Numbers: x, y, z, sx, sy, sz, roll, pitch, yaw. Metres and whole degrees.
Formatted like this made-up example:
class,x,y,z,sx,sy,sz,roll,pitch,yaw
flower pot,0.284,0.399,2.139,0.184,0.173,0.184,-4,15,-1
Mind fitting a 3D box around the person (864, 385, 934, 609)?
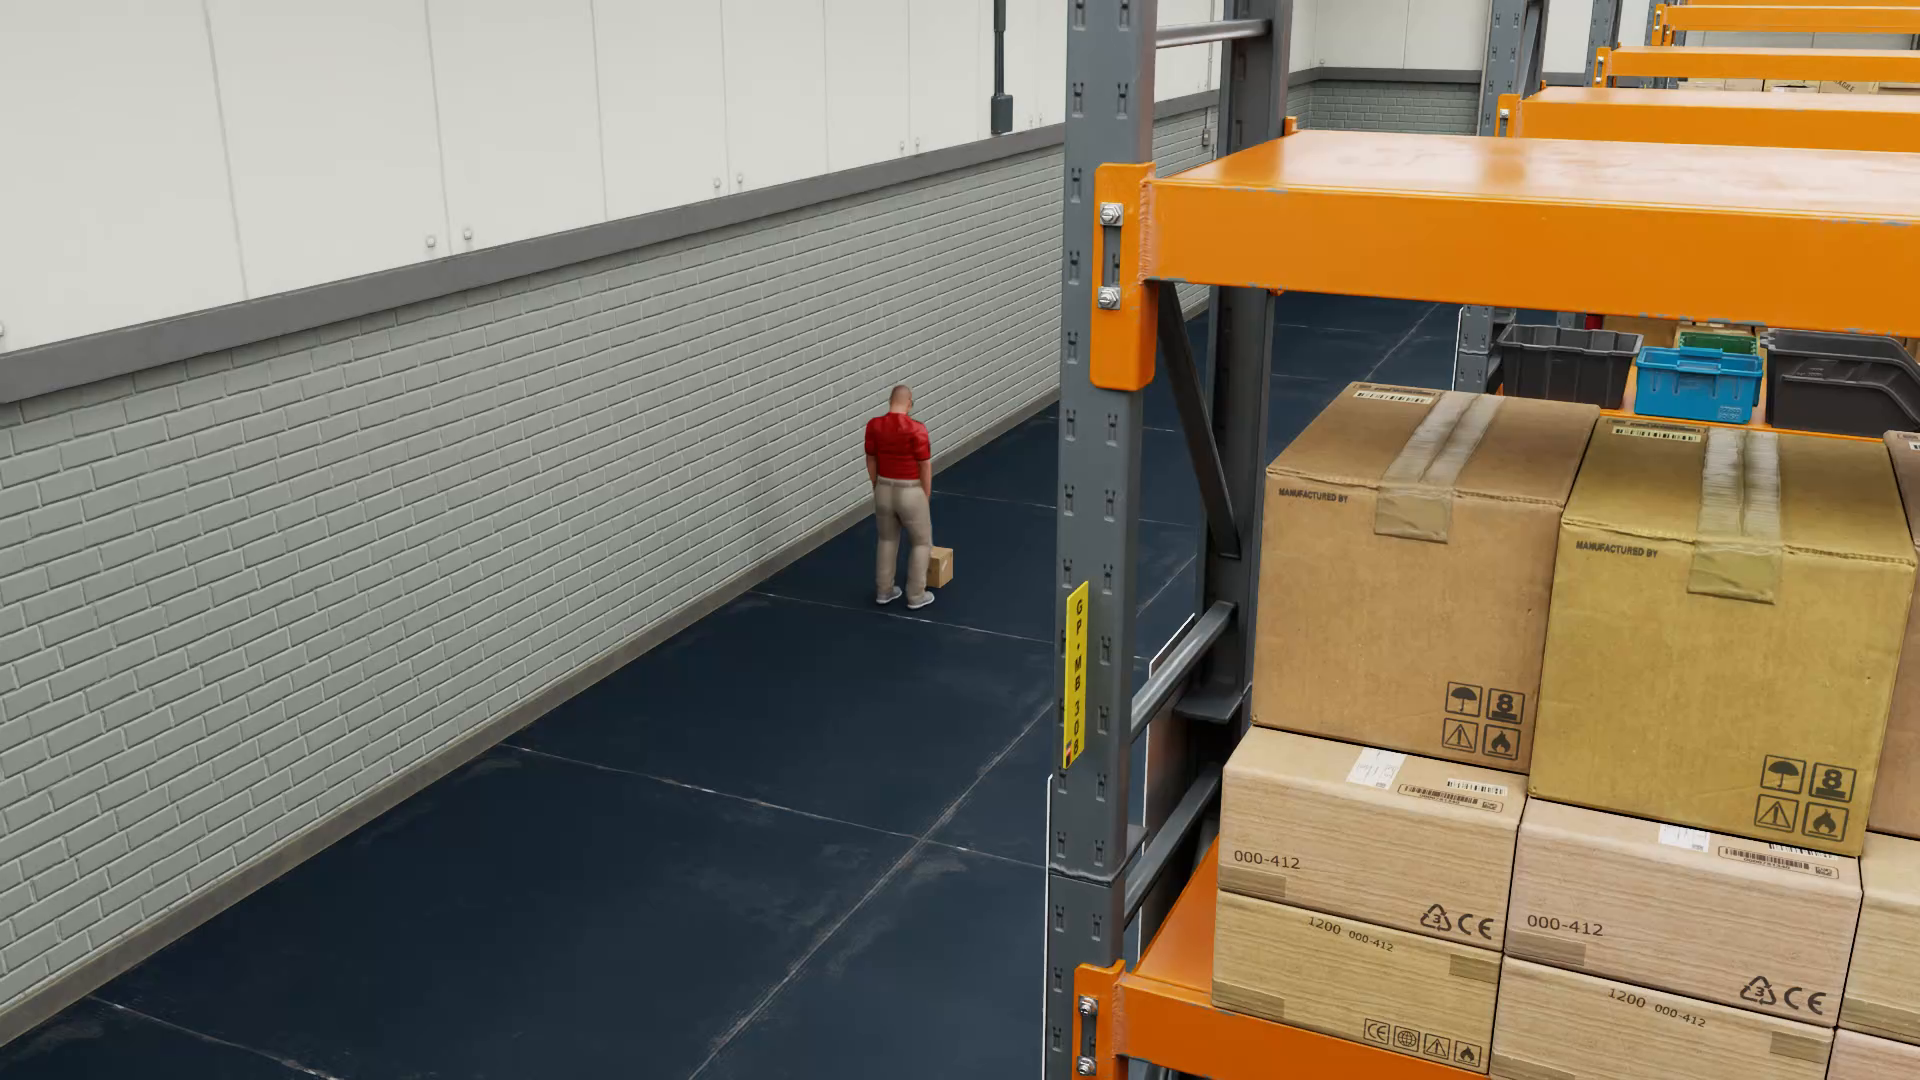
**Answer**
class,x,y,z,sx,sy,sz,roll,pitch,yaw
person,-0.458,-0.324,12.592,0.544,1.704,0.376,9,21,24
